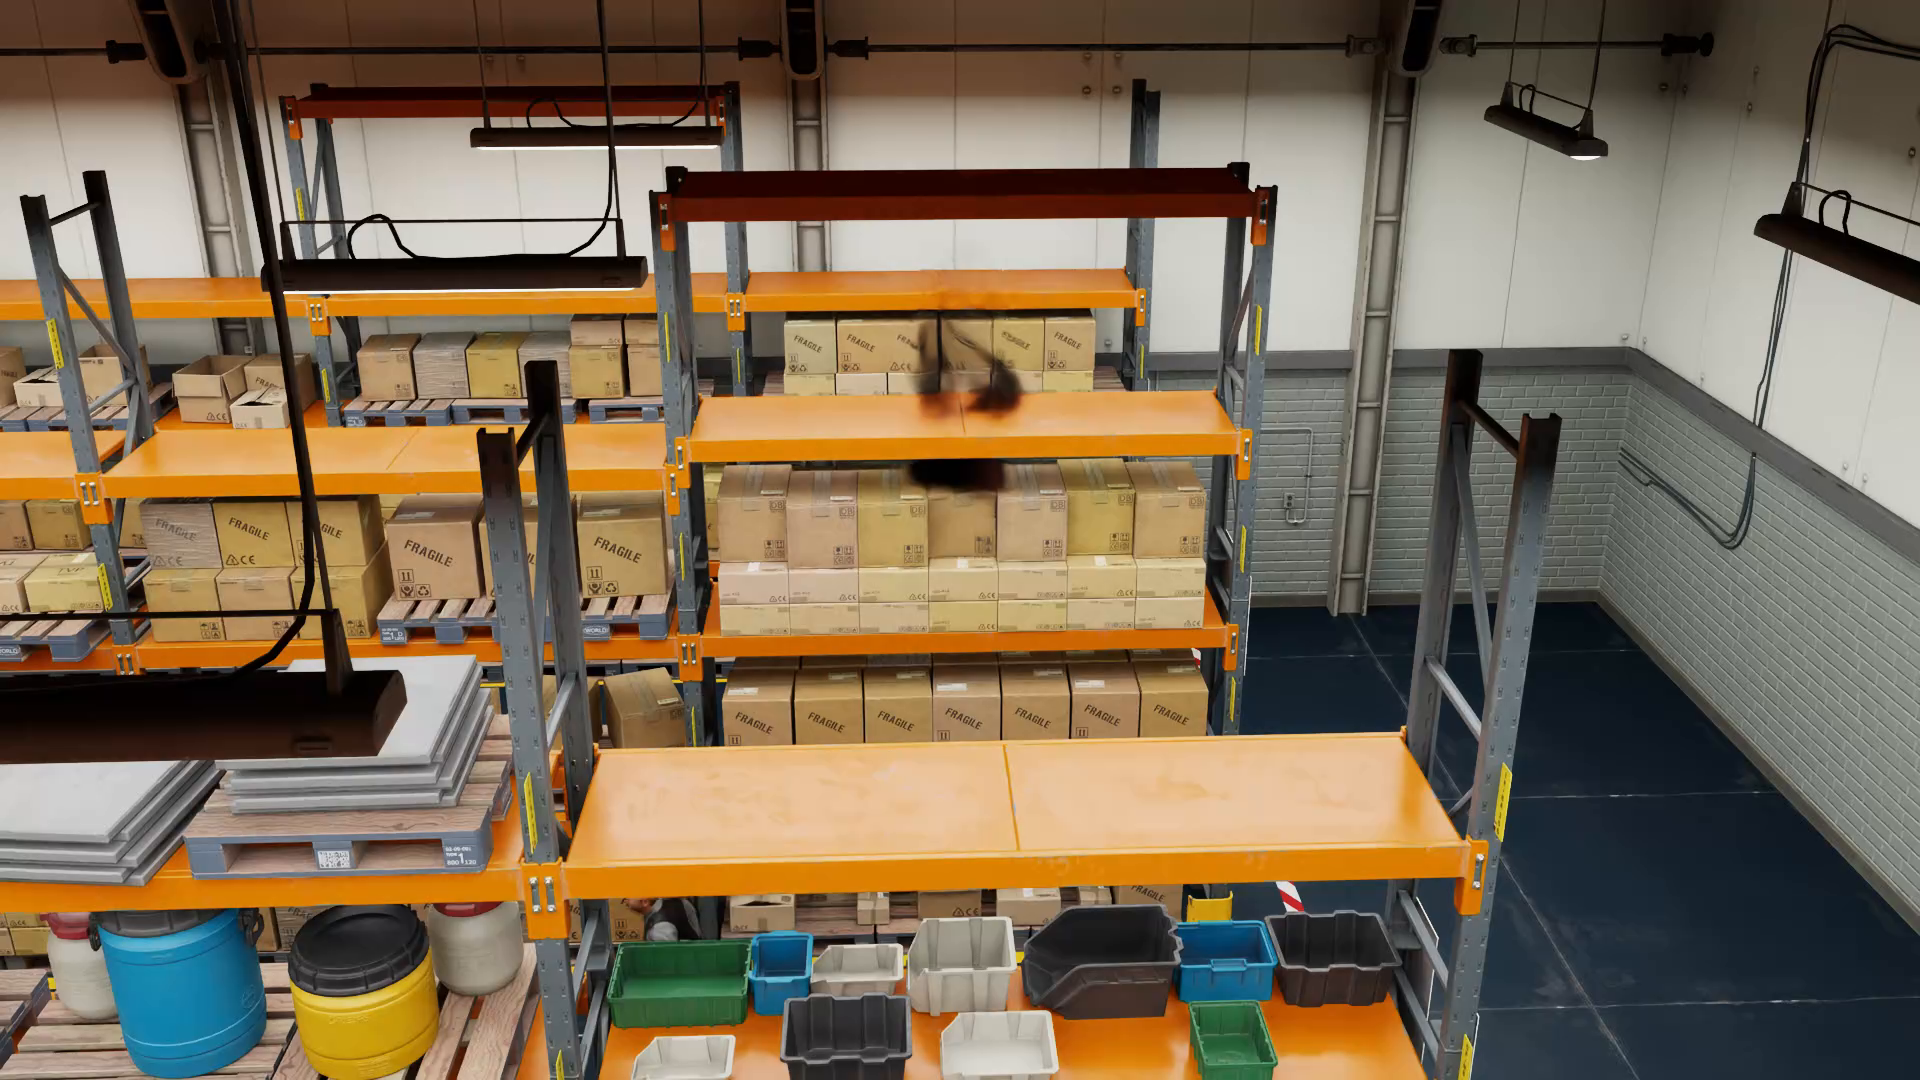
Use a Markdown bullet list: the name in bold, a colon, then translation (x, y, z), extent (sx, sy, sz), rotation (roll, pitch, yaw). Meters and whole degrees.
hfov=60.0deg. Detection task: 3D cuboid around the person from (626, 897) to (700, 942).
- **person**: translation (-1.865, 3.045, 11.522), extent (0.789, 1.667, 0.656), rotation (-4, 22, -9)
